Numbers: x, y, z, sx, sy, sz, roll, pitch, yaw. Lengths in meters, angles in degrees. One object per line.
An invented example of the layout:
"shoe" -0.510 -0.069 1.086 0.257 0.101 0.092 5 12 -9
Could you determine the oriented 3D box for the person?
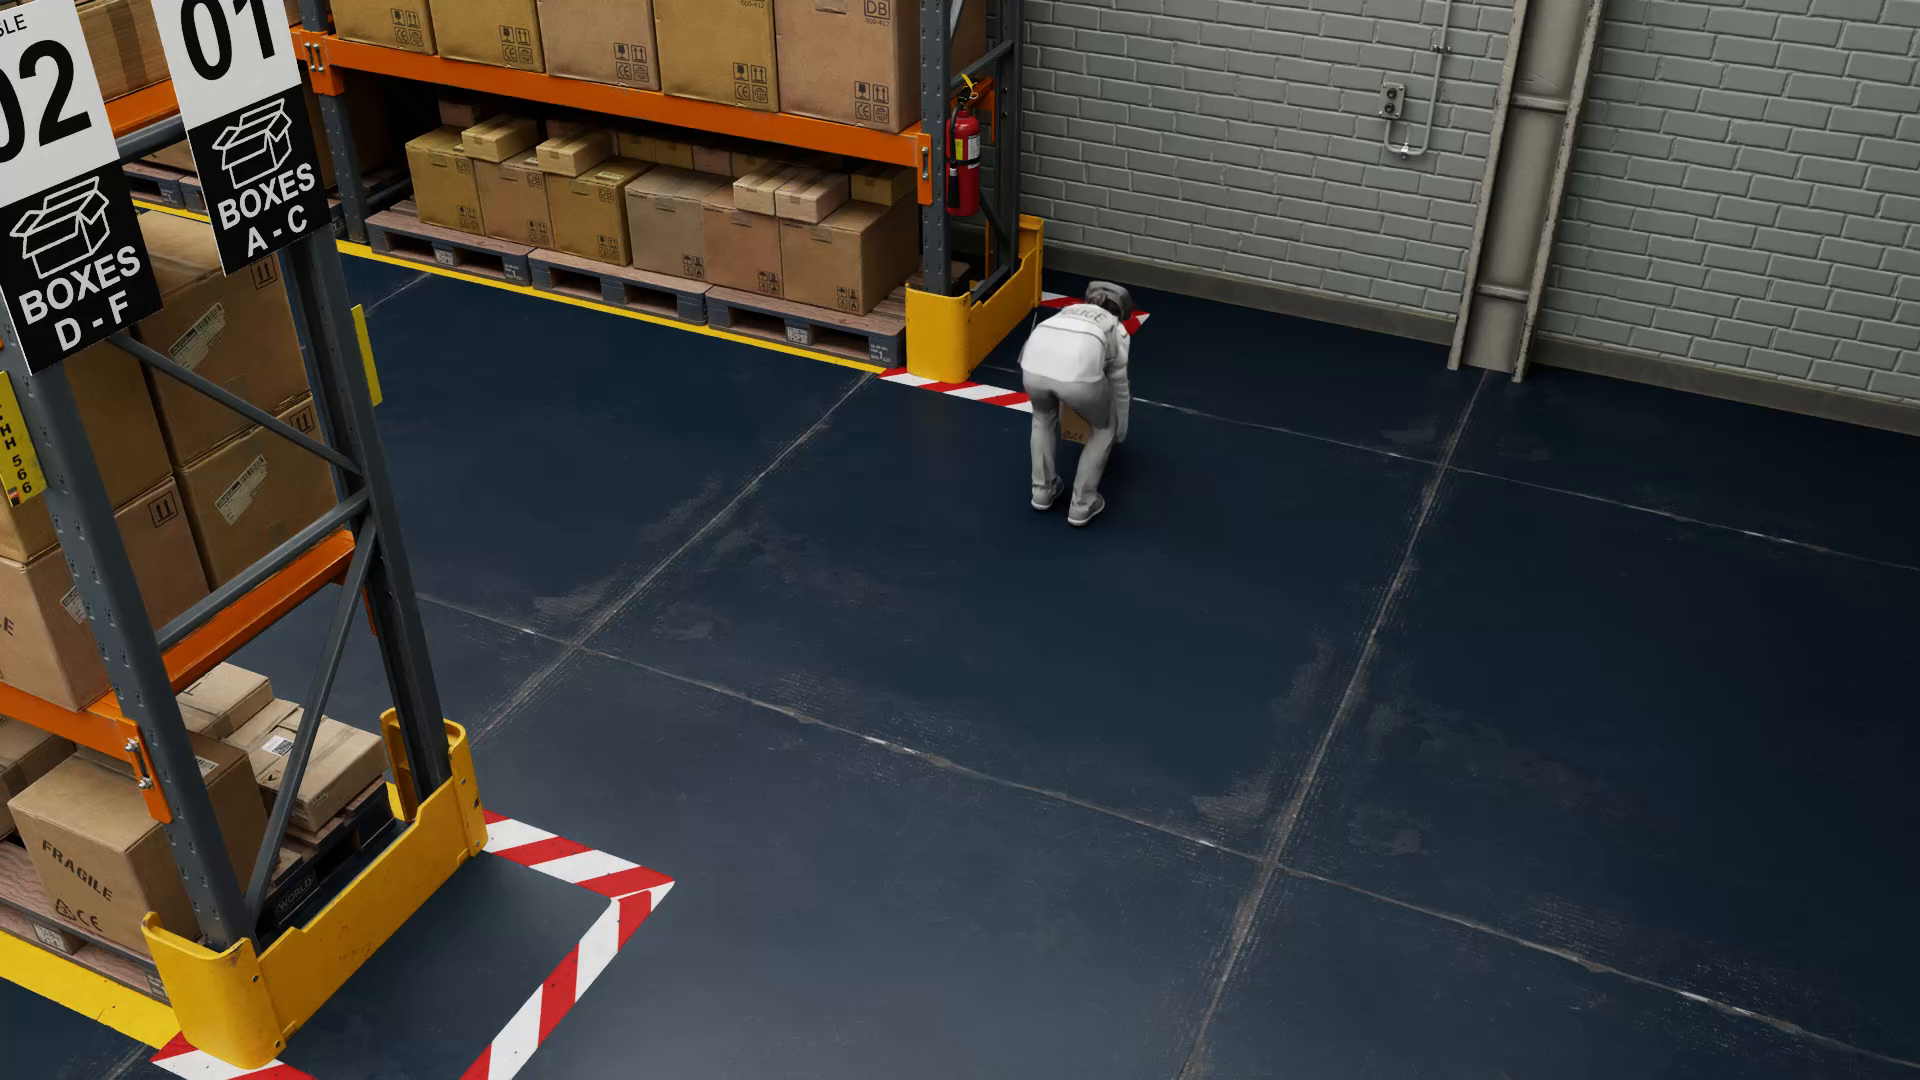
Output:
"person" 0.564 -0.660 7.726 0.426 0.995 0.912 13 36 18
